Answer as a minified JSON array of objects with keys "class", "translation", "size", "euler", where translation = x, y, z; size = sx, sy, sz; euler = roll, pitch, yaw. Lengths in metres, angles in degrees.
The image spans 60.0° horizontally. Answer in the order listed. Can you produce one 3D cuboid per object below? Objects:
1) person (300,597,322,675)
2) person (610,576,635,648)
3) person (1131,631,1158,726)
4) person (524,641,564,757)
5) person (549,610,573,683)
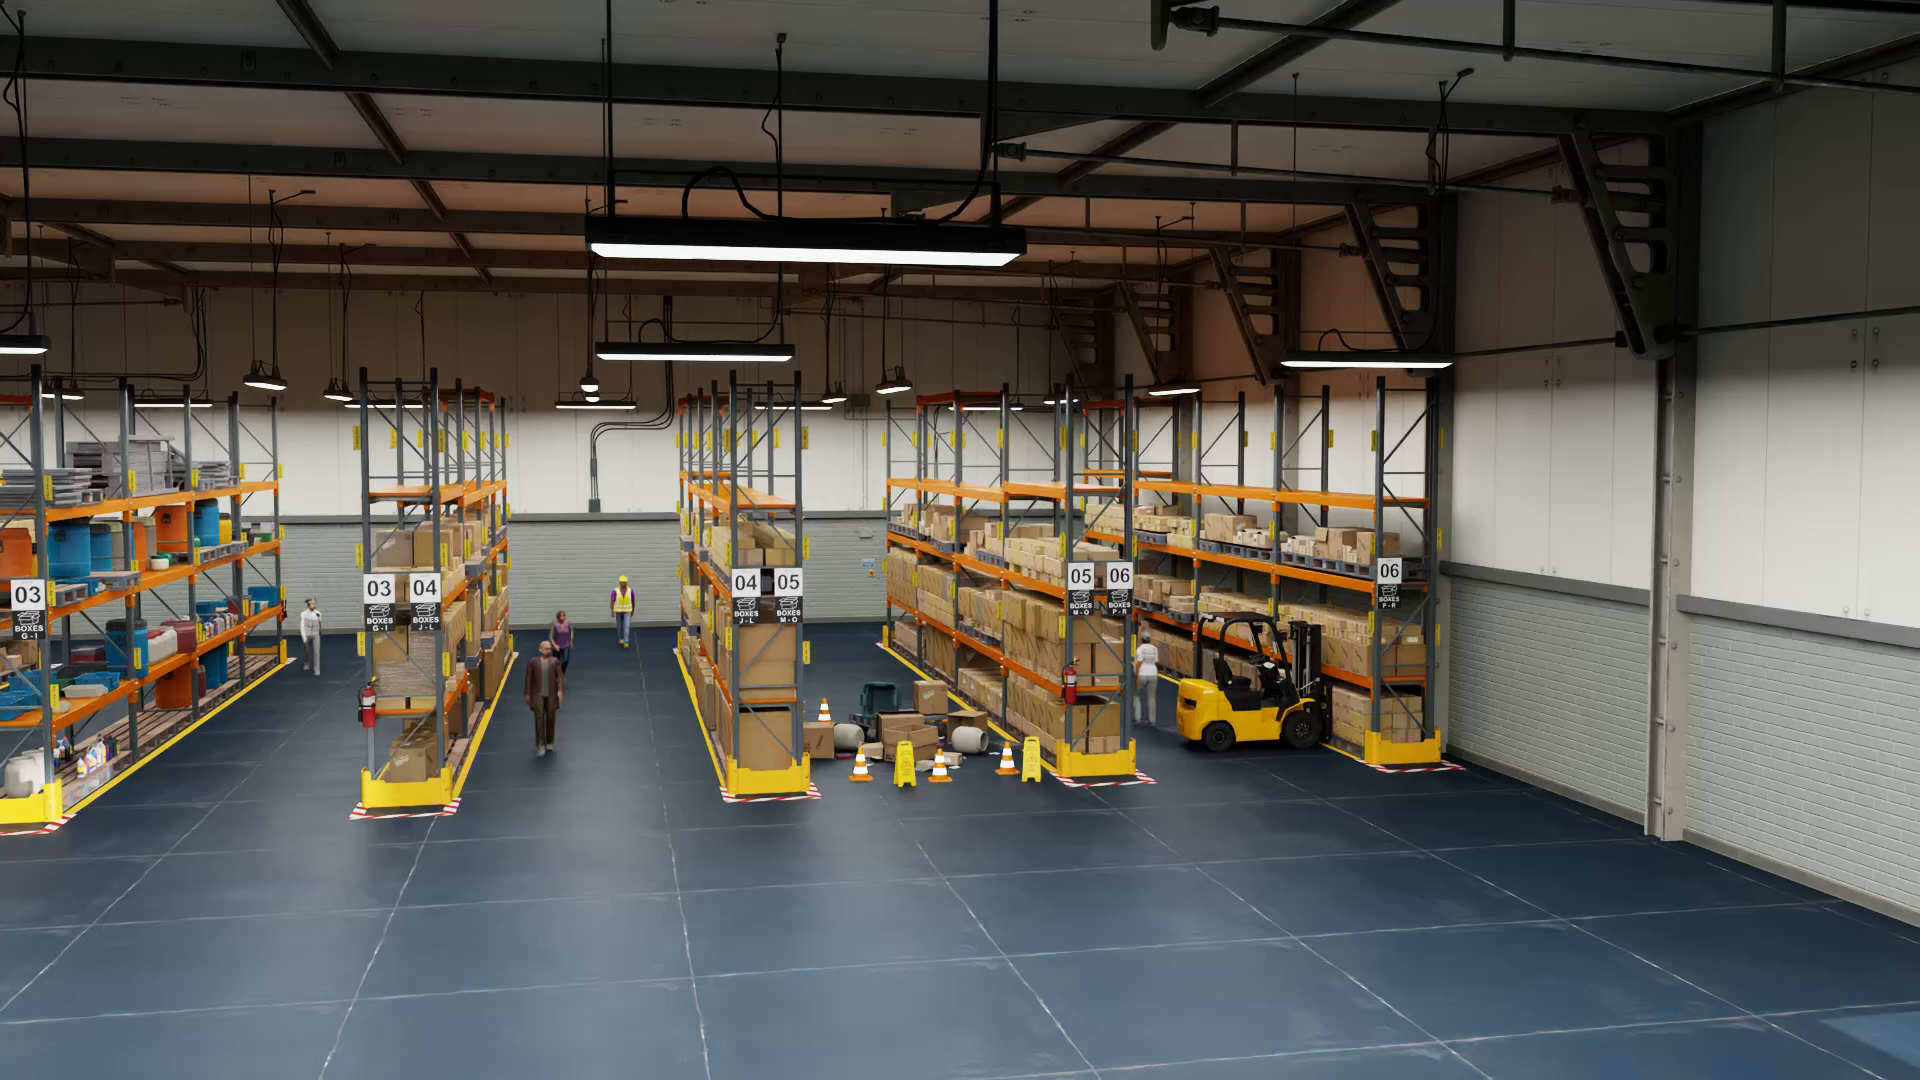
[{"class":"person","translation":[-13.904,2.041,35.614],"size":[0.433,1.635,0.989],"euler":[-1,4,-22]},{"class":"person","translation":[-8.174,1.732,40.265],"size":[0.574,1.704,1.077],"euler":[-1,3,-9]},{"class":"person","translation":[3.274,2.465,29.234],"size":[0.507,1.712,0.606],"euler":[-1,4,-16]},{"class":"person","translation":[-6.664,2.540,26.739],"size":[0.620,1.794,0.799],"euler":[-1,4,-23]},{"class":"person","translation":[-8.189,2.203,34.144],"size":[0.494,1.540,0.664],"euler":[-1,4,-15]}]
